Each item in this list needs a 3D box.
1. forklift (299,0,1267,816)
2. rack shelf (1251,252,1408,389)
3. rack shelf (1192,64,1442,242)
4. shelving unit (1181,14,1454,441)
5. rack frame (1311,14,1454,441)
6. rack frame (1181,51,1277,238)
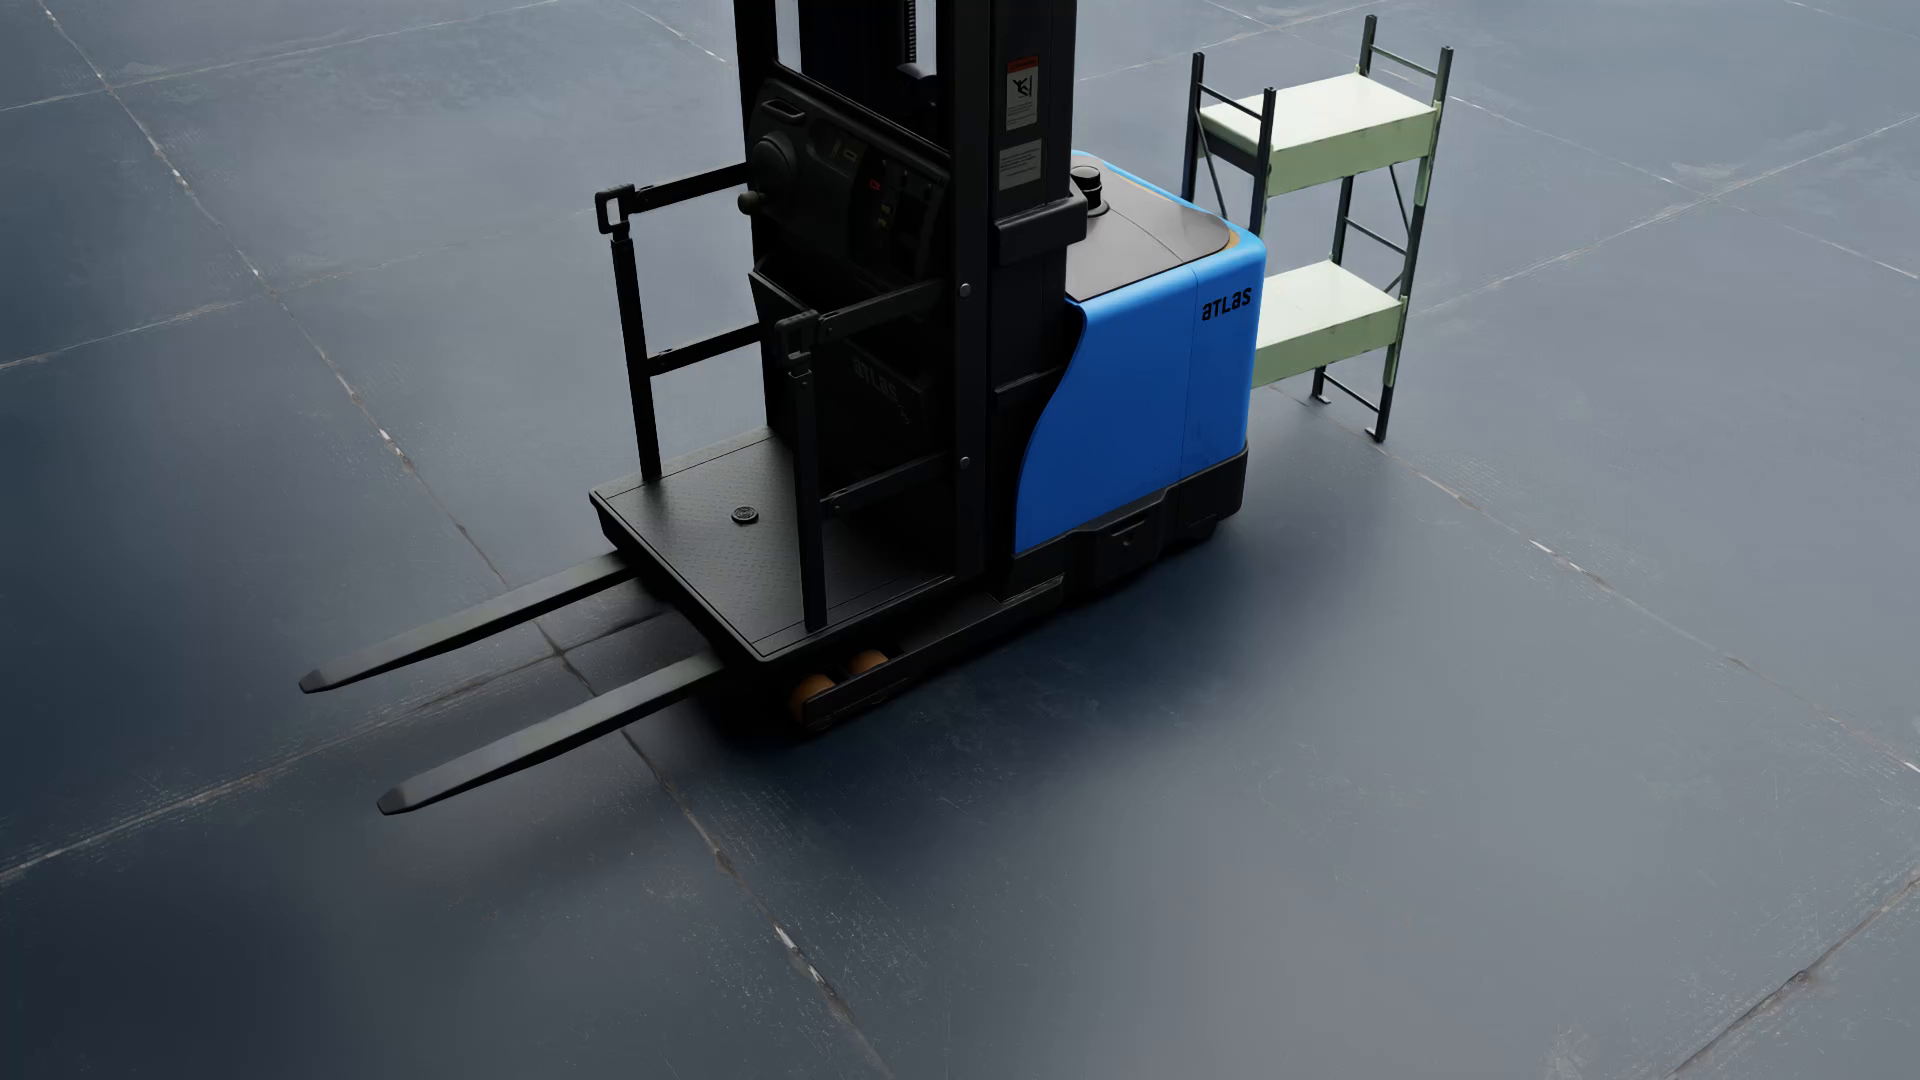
[{"bbox_3d":[-0.499,-0.972,4.592,3.031,2.935,1.130,-24,42,-29],"label":"forklift"},{"bbox_3d":[1.179,-0.714,6.016,0.720,0.370,0.431,-19,40,-24],"label":"rack shelf"},{"bbox_3d":[1.179,-1.295,5.598,0.720,0.370,0.431,-19,40,-24],"label":"rack shelf"},{"bbox_3d":[1.179,-0.979,5.826,0.755,1.500,0.431,-19,40,-24],"label":"shelving unit"},{"bbox_3d":[1.495,-1.086,5.976,0.023,1.500,0.400,-19,40,-24],"label":"rack frame"},{"bbox_3d":[0.863,-0.871,5.676,0.023,1.500,0.400,-19,40,-24],"label":"rack frame"}]
